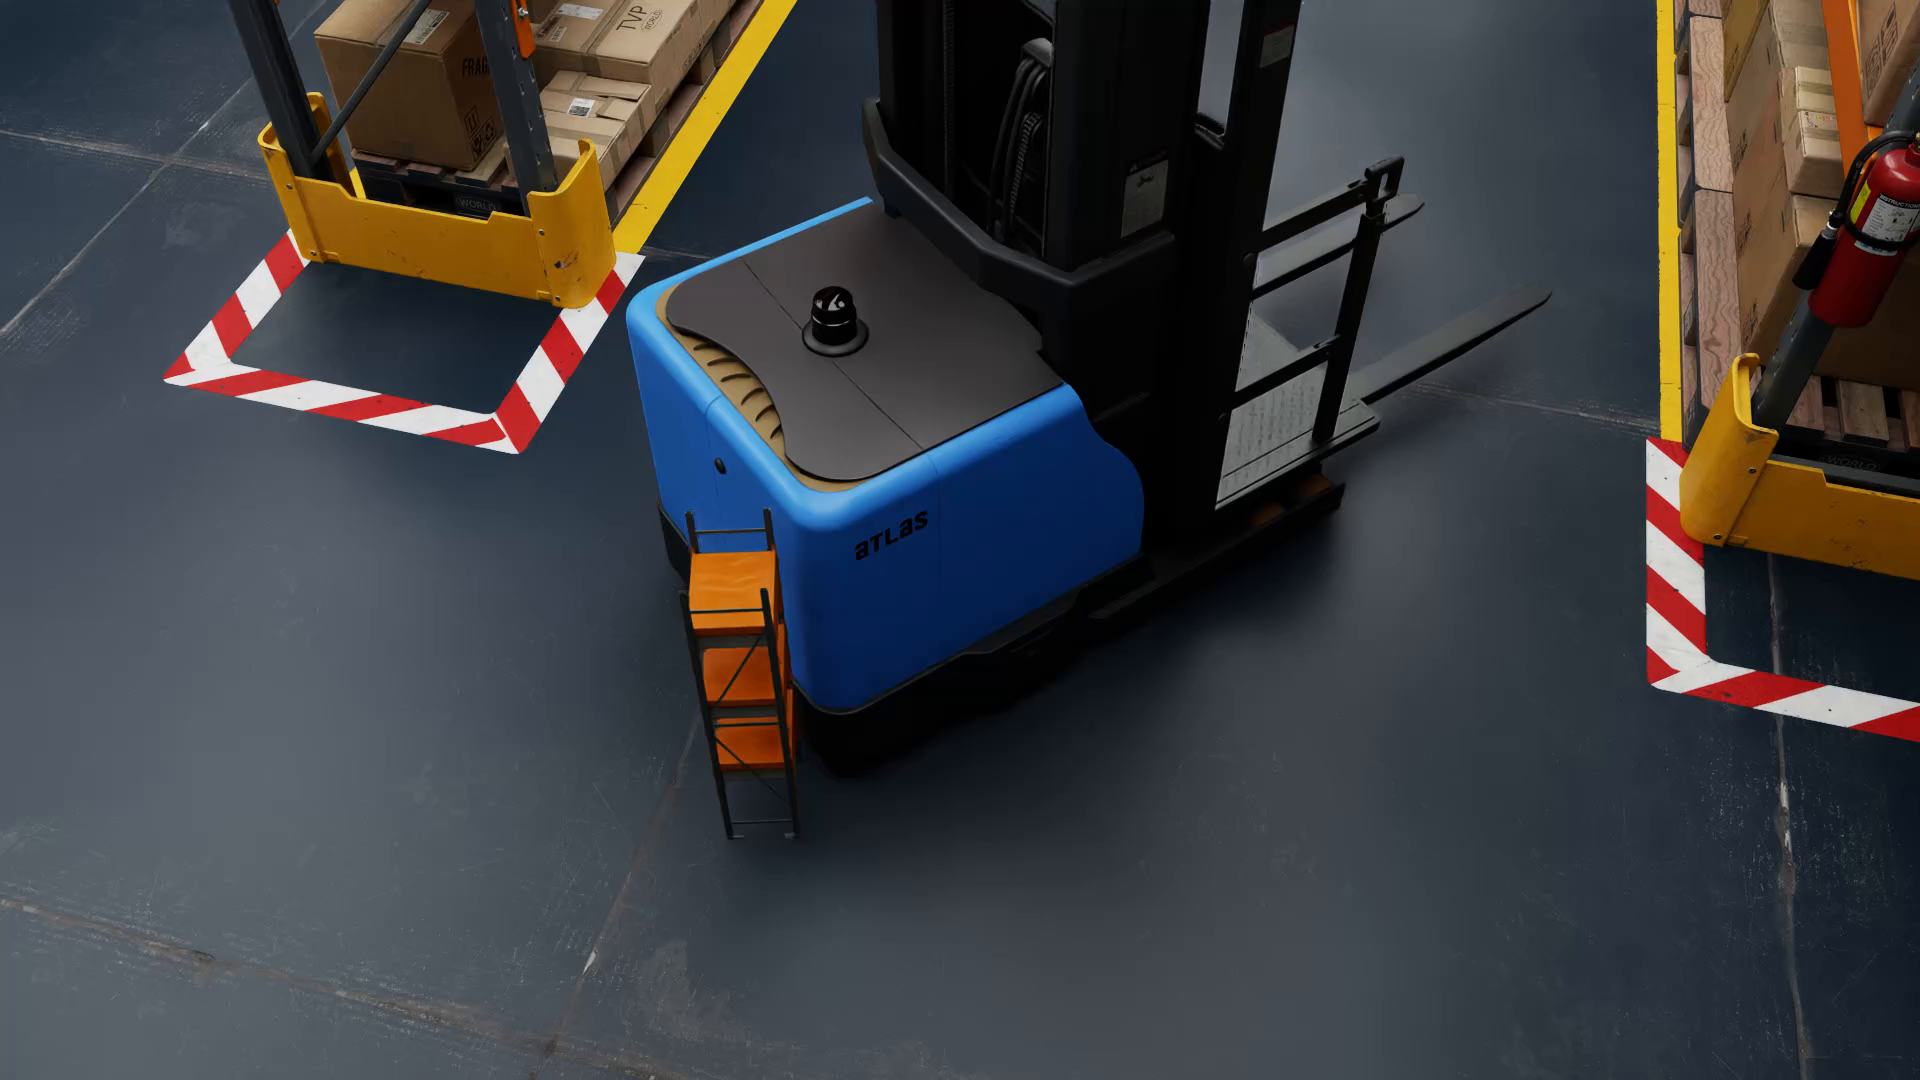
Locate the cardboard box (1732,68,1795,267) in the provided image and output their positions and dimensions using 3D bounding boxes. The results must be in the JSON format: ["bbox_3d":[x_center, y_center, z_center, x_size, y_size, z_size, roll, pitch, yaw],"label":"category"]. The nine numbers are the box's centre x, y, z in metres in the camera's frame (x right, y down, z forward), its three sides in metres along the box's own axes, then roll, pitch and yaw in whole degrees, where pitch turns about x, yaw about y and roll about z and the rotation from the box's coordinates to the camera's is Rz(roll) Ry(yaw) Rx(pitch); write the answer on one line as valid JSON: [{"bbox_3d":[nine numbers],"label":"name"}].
[{"bbox_3d":[3.113,-1.222,5.715,0.700,0.500,0.500,11,50,10],"label":"cardboard box"}]

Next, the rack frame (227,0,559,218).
[{"bbox_3d":[-1.887,-1.997,5.012,1.000,3.000,0.127,12,50,10],"label":"rack frame"}]

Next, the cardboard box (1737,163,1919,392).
[{"bbox_3d":[2.981,-0.860,5.396,0.700,0.500,0.500,12,50,10],"label":"cardboard box"}]

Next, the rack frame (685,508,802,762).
[{"bbox_3d":[-0.547,0.279,4.304,0.200,1.050,0.008,-2,49,-2],"label":"rack frame"}]

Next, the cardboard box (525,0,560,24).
[{"bbox_3d":[-1.702,-2.356,6.869,0.500,0.250,0.500,12,50,10],"label":"cardboard box"}]

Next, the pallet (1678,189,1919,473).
[{"bbox_3d":[3.028,-0.693,5.721,1.003,0.211,1.213,12,50,10],"label":"pallet"}]

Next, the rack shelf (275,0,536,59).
[{"bbox_3d":[-1.360,-3.206,6.558,1.077,0.370,4.000,12,50,10],"label":"rack shelf"}]

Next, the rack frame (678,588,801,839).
[{"bbox_3d":[-0.534,0.461,4.143,0.200,1.050,0.008,-2,49,-2],"label":"rack frame"}]

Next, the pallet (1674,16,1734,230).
[{"bbox_3d":[3.351,-1.573,6.498,1.003,0.211,1.213,12,50,10],"label":"pallet"}]

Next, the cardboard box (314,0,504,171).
[{"bbox_3d":[-1.981,-1.757,6.174,0.500,0.500,0.500,12,50,10],"label":"cardboard box"}]

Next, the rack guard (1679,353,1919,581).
[{"bbox_3d":[2.887,-0.178,5.073,1.175,0.500,0.348,12,50,10],"label":"rack guard"}]

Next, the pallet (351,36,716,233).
[{"bbox_3d":[-1.658,-1.706,6.615,1.003,0.211,1.213,12,50,10],"label":"pallet"}]

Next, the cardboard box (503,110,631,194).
[{"bbox_3d":[-1.445,-1.434,6.123,0.380,0.149,0.250,12,50,10],"label":"cardboard box"}]

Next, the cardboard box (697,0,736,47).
[{"bbox_3d":[-1.207,-2.293,6.814,0.500,0.250,0.500,12,50,10],"label":"cardboard box"}]

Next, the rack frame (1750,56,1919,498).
[{"bbox_3d":[2.893,-1.022,4.152,1.000,3.000,0.127,12,50,10],"label":"rack frame"}]

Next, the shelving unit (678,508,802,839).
[{"bbox_3d":[-0.540,0.370,4.223,0.215,1.050,0.252,-2,49,-2],"label":"shelving unit"}]

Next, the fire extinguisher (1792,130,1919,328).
[{"bbox_3d":[2.409,-0.855,4.304,0.296,0.674,0.183,12,50,10],"label":"fire extinguisher"}]

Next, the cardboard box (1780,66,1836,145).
[{"bbox_3d":[2.906,-1.389,5.429,0.380,0.149,0.250,13,50,11],"label":"cardboard box"}]

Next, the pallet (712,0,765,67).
[{"bbox_3d":[-1.335,-2.586,7.392,1.003,0.211,1.213,12,50,10],"label":"pallet"}]

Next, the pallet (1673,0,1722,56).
[{"bbox_3d":[3.671,-2.458,7.279,1.003,0.211,1.213,12,50,10],"label":"pallet"}]

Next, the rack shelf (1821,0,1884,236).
[{"bbox_3d":[3.420,-2.231,5.698,1.077,0.370,4.000,12,50,10],"label":"rack shelf"}]

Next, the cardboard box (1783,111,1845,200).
[{"bbox_3d":[2.839,-1.204,5.266,0.380,0.149,0.250,11,49,10],"label":"cardboard box"}]

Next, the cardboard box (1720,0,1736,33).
[{"bbox_3d":[3.515,-2.344,6.705,0.700,0.500,0.500,11,50,10],"label":"cardboard box"}]

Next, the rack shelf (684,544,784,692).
[{"bbox_3d":[-0.540,0.189,4.018,0.215,0.259,0.240,-2,49,-2],"label":"rack shelf"}]

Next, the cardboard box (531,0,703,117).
[{"bbox_3d":[-1.338,-1.932,6.495,0.500,0.250,0.500,12,50,10],"label":"cardboard box"}]

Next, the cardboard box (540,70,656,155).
[{"bbox_3d":[-1.379,-1.621,6.276,0.380,0.166,0.250,12,50,10],"label":"cardboard box"}]

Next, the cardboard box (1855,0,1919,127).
[{"bbox_3d":[3.018,-1.492,4.366,0.980,0.700,0.700,14,50,12],"label":"cardboard box"}]

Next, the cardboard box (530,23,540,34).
[{"bbox_3d":[-1.788,-1.922,6.542,0.380,0.166,0.250,12,50,10],"label":"cardboard box"}]

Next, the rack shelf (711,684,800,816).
[{"bbox_3d":[-0.540,0.561,4.440,0.215,0.259,0.240,-2,49,-2],"label":"rack shelf"}]

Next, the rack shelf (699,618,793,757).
[{"bbox_3d":[-0.540,0.377,4.231,0.215,0.259,0.240,-2,49,-2],"label":"rack shelf"}]

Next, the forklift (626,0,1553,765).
[{"bbox_3d":[0.601,-1.236,4.386,3.031,2.935,1.130,-27,54,-22],"label":"forklift"}]

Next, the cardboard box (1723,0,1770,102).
[{"bbox_3d":[3.378,-1.973,6.378,0.700,0.500,0.500,13,50,11],"label":"cardboard box"}]

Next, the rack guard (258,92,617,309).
[{"bbox_3d":[-1.867,-1.225,5.998,1.175,0.500,0.348,12,50,10],"label":"rack guard"}]

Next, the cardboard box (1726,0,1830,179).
[{"bbox_3d":[3.245,-1.586,6.036,0.700,0.500,0.500,10,49,9],"label":"cardboard box"}]
